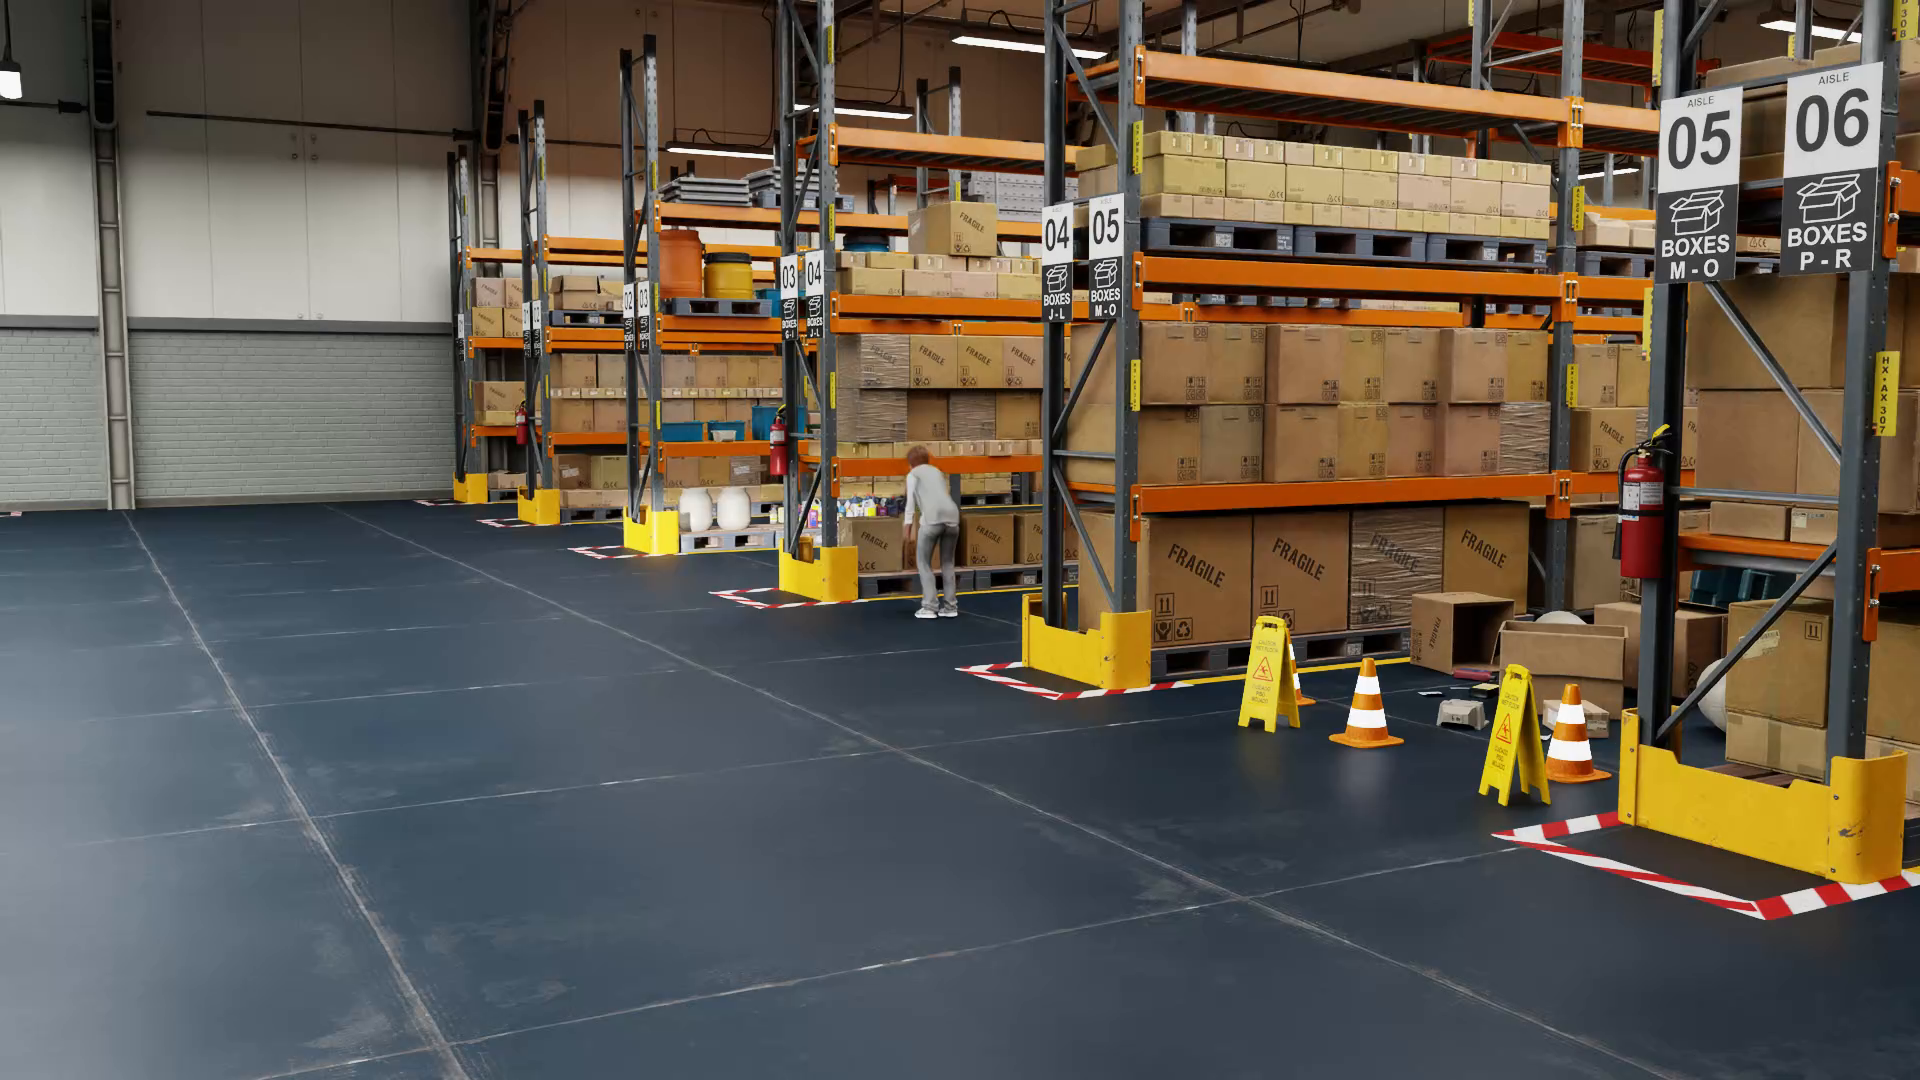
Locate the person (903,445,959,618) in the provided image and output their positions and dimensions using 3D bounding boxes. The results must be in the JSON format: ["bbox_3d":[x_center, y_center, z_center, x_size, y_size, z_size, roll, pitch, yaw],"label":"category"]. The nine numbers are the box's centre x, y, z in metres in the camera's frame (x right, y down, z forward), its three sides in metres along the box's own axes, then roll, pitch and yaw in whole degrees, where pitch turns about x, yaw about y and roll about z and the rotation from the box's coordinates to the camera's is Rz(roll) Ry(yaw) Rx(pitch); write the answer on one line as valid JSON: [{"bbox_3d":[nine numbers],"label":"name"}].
[{"bbox_3d":[-0.256,-0.075,14.253,0.376,1.473,0.636,-3,6,-30],"label":"person"}]
